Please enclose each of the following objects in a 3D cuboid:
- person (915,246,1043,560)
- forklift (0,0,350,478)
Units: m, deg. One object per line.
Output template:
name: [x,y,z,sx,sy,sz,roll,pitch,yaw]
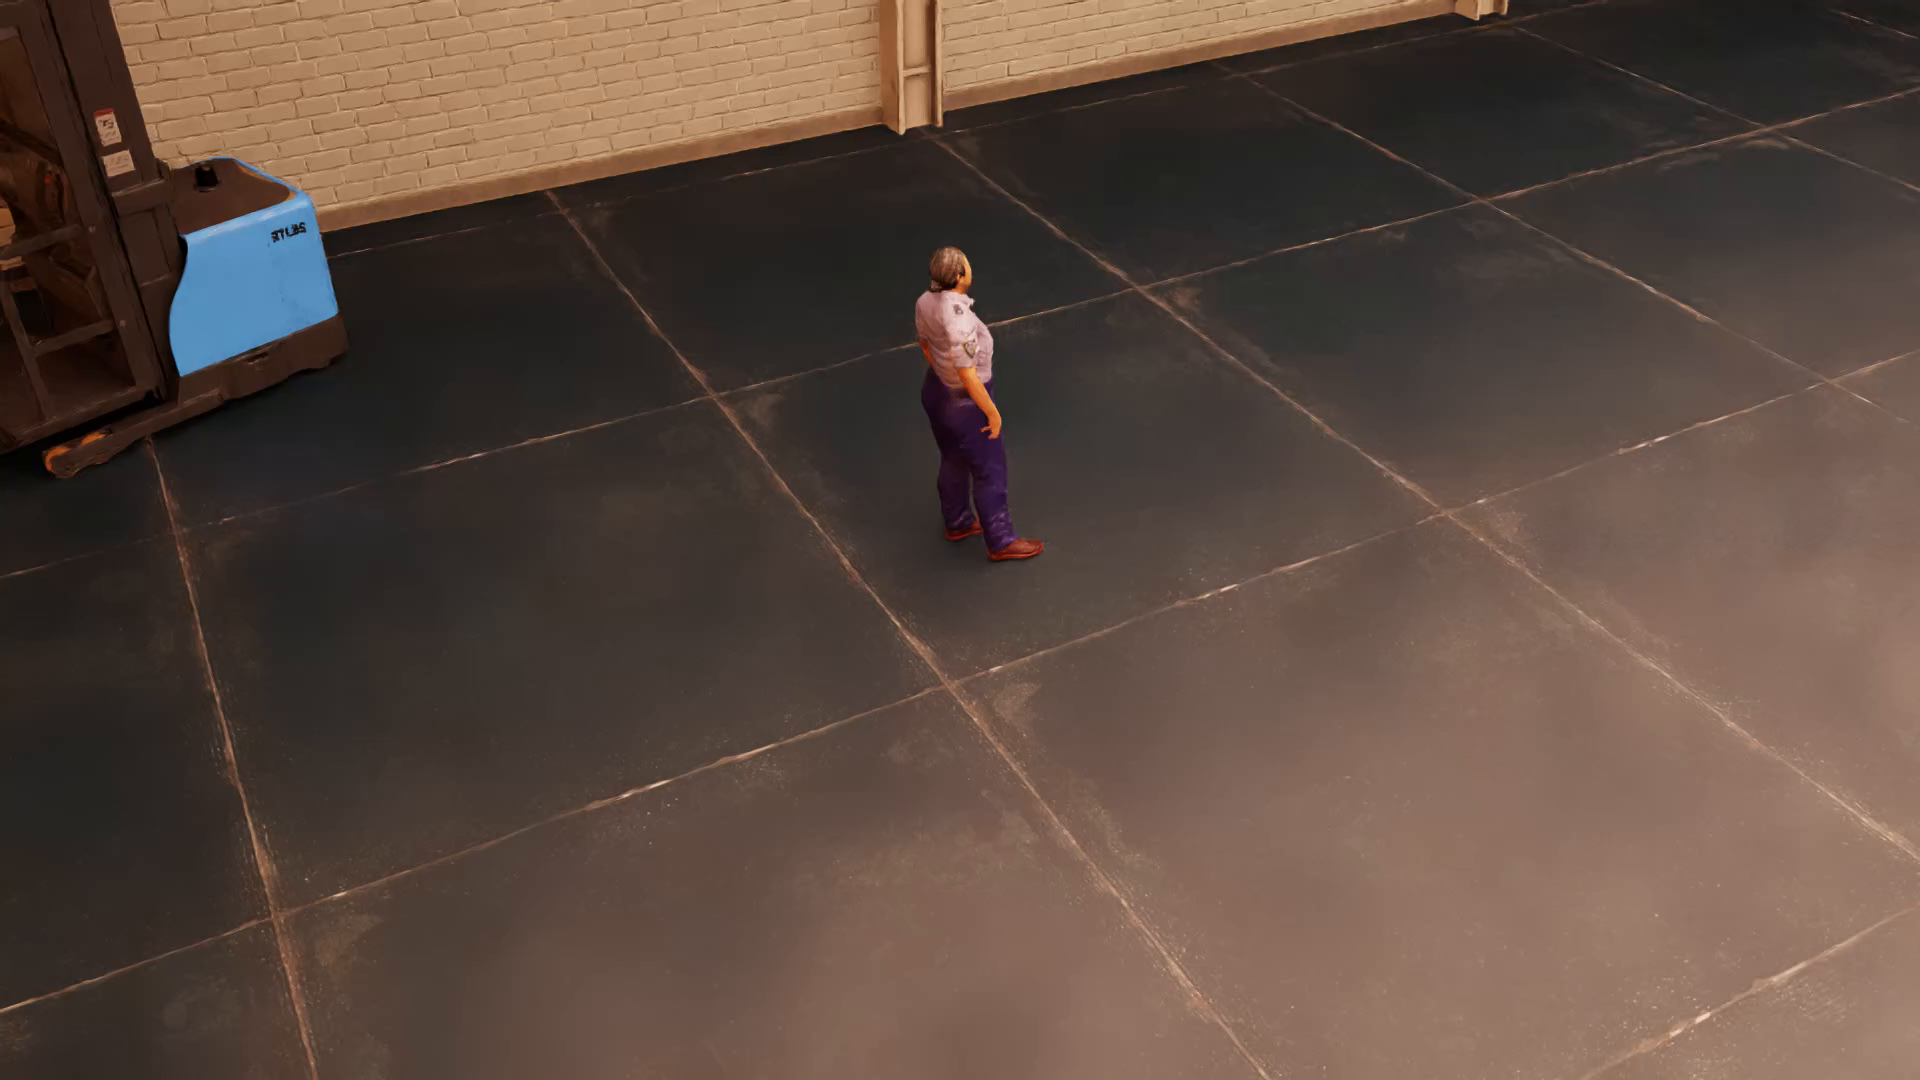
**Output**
person: [0.090,-0.692,8.201,0.502,1.650,0.599,-17,39,-23]
forklift: [-5.107,-1.871,8.770,1.130,2.935,3.031,27,44,33]
